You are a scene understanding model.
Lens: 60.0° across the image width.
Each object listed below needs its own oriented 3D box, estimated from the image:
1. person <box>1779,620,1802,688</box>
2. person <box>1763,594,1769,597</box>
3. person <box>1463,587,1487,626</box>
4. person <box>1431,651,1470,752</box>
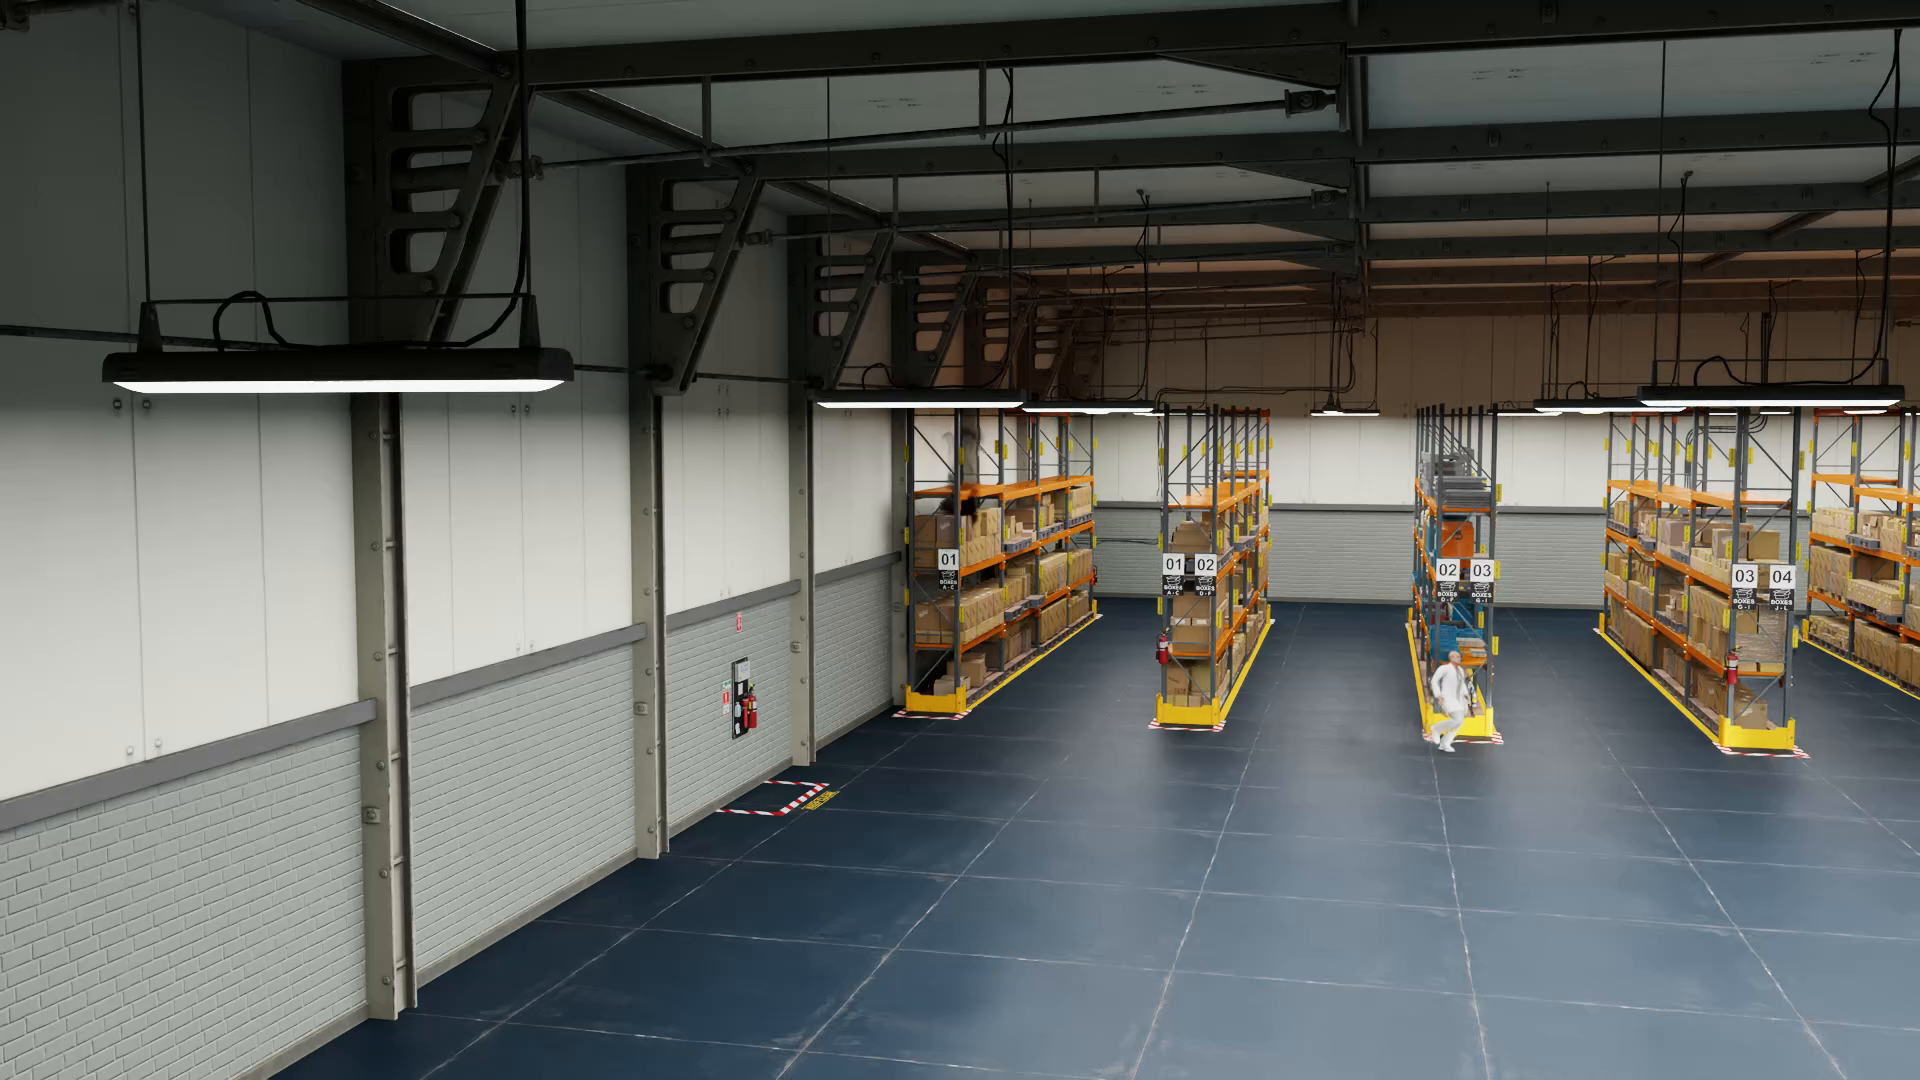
[{"bbox_3d":[17.646,2.370,35.566,0.597,1.584,0.697,1,4,8],"label":"person"},{"bbox_3d":[20.519,1.795,42.184,0.685,1.744,0.612,1,4,14],"label":"person"},{"bbox_3d":[14.276,1.597,46.054,0.729,1.632,0.732,-3,5,-39],"label":"person"},{"bbox_3d":[8.534,2.778,28.759,0.736,1.698,0.569,-3,5,-36],"label":"person"}]
